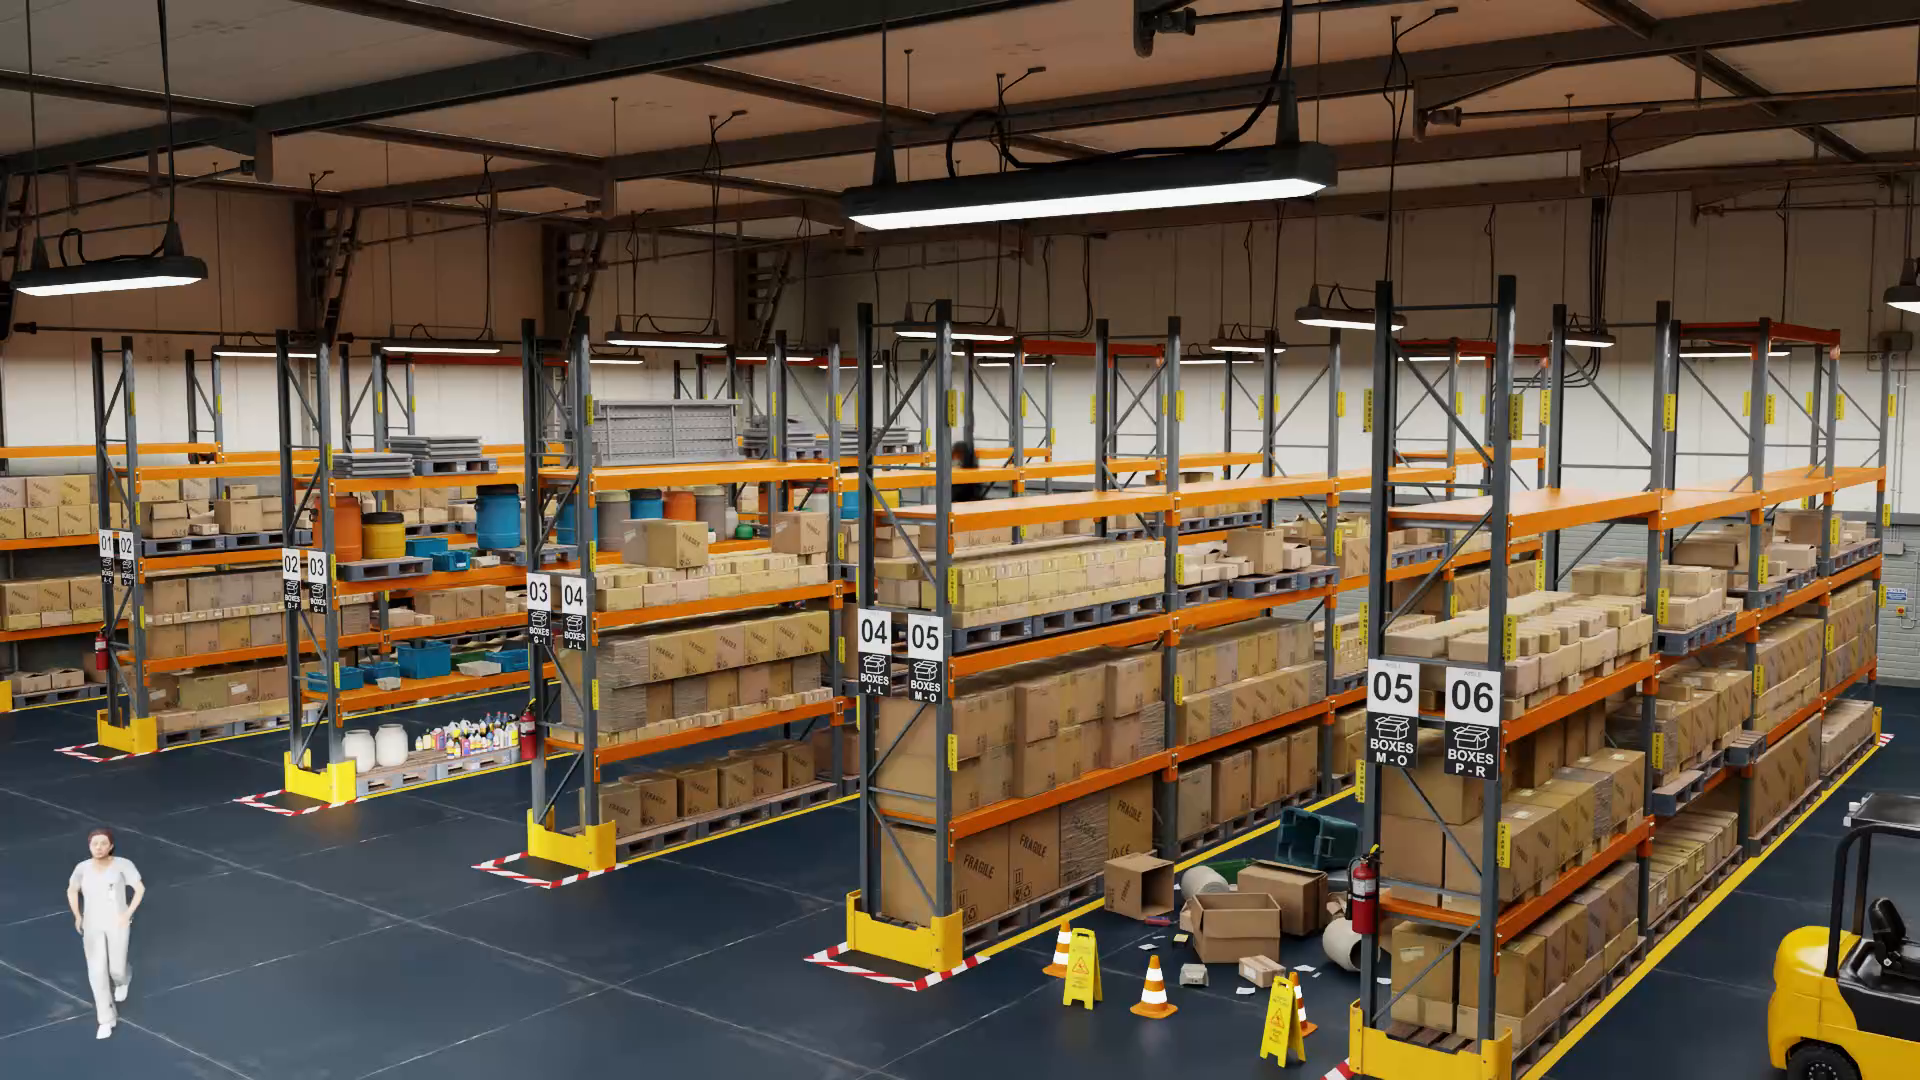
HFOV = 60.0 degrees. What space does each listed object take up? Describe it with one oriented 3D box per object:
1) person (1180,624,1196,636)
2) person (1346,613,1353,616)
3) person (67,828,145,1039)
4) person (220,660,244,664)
[{"bbox_3d":[3.268,1.977,23.784,0.606,1.711,0.862,2,6,26],"label":"person"},{"bbox_3d":[6.455,2.002,27.252,0.524,1.641,0.715,4,6,39],"label":"person"},{"bbox_3d":[-7.011,3.165,13.671,0.583,1.655,0.797,-2,5,-20],"label":"person"},{"bbox_3d":[-11.934,1.945,27.214,0.638,1.688,0.741,3,6,31],"label":"person"}]
